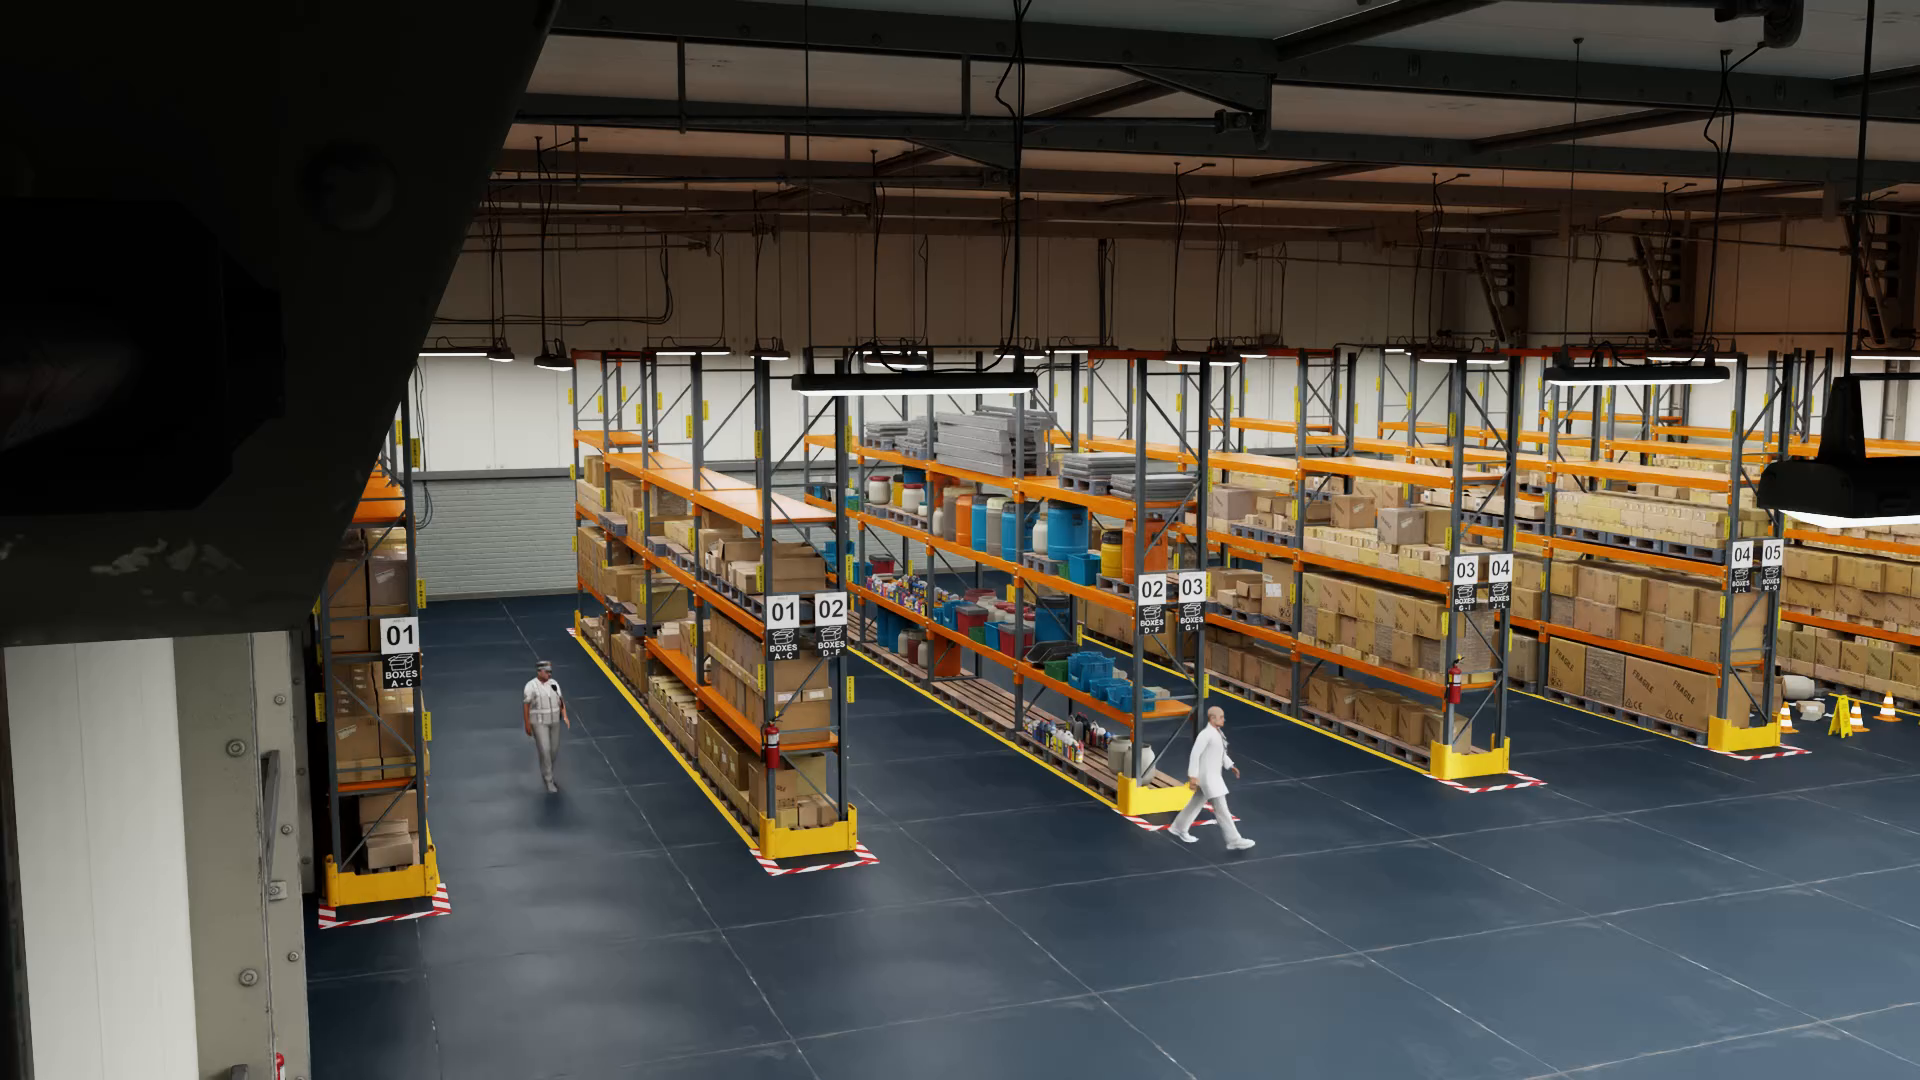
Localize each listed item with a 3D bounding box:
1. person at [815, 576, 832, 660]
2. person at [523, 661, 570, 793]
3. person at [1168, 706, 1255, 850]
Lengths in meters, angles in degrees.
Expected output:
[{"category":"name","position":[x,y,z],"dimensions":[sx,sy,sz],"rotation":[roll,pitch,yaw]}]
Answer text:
[{"category":"person","position":[-2.612,1.530,32.203],"dimensions":[0.400,1.732,0.483],"rotation":[4,8,28]},{"category":"person","position":[-5.718,2.592,23.271],"dimensions":[0.726,1.771,0.554],"rotation":[7,10,43]},{"category":"person","position":[3.116,2.915,20.500],"dimensions":[1.103,1.757,0.668],"rotation":[2,7,15]}]
